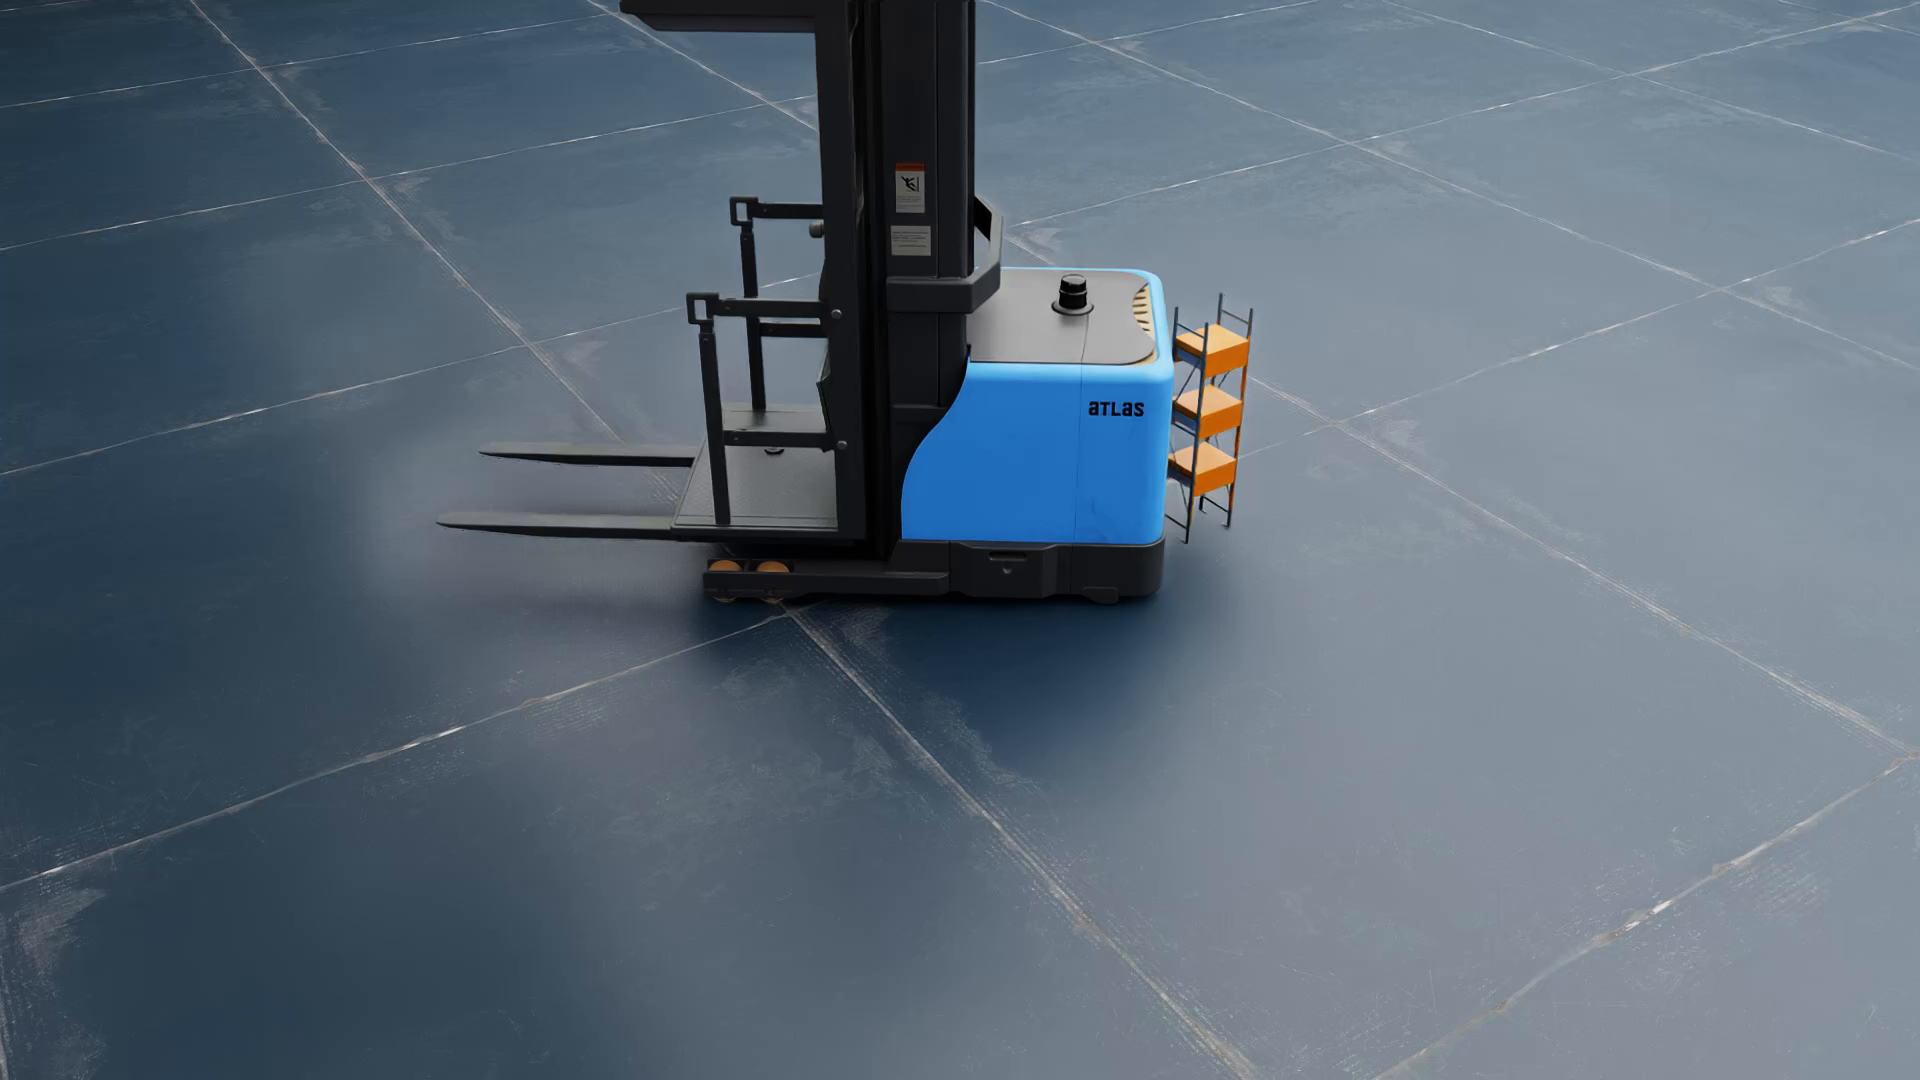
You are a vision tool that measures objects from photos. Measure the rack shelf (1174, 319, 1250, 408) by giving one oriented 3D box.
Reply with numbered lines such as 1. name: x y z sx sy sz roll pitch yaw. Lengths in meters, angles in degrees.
1. rack shelf: 1.037 -0.735 6.918 0.240 0.259 0.215 -20 37 -29

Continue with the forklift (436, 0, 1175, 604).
1. forklift: -0.664 -1.264 6.506 3.031 2.935 1.130 1 32 2

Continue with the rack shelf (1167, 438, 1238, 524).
1. rack shelf: 1.034 -0.259 7.216 0.240 0.259 0.215 -20 37 -29

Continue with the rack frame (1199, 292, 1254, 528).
1. rack frame: 1.135 -0.541 7.123 0.008 1.050 0.200 -20 37 -29

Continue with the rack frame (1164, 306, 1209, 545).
1. rack frame: 0.935 -0.467 7.004 0.008 1.050 0.200 -20 37 -29

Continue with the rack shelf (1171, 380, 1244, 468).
1. rack shelf: 1.035 -0.495 7.069 0.240 0.259 0.215 -20 37 -29

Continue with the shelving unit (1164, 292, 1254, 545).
1. shelving unit: 1.035 -0.504 7.063 0.252 1.050 0.215 -20 37 -29
